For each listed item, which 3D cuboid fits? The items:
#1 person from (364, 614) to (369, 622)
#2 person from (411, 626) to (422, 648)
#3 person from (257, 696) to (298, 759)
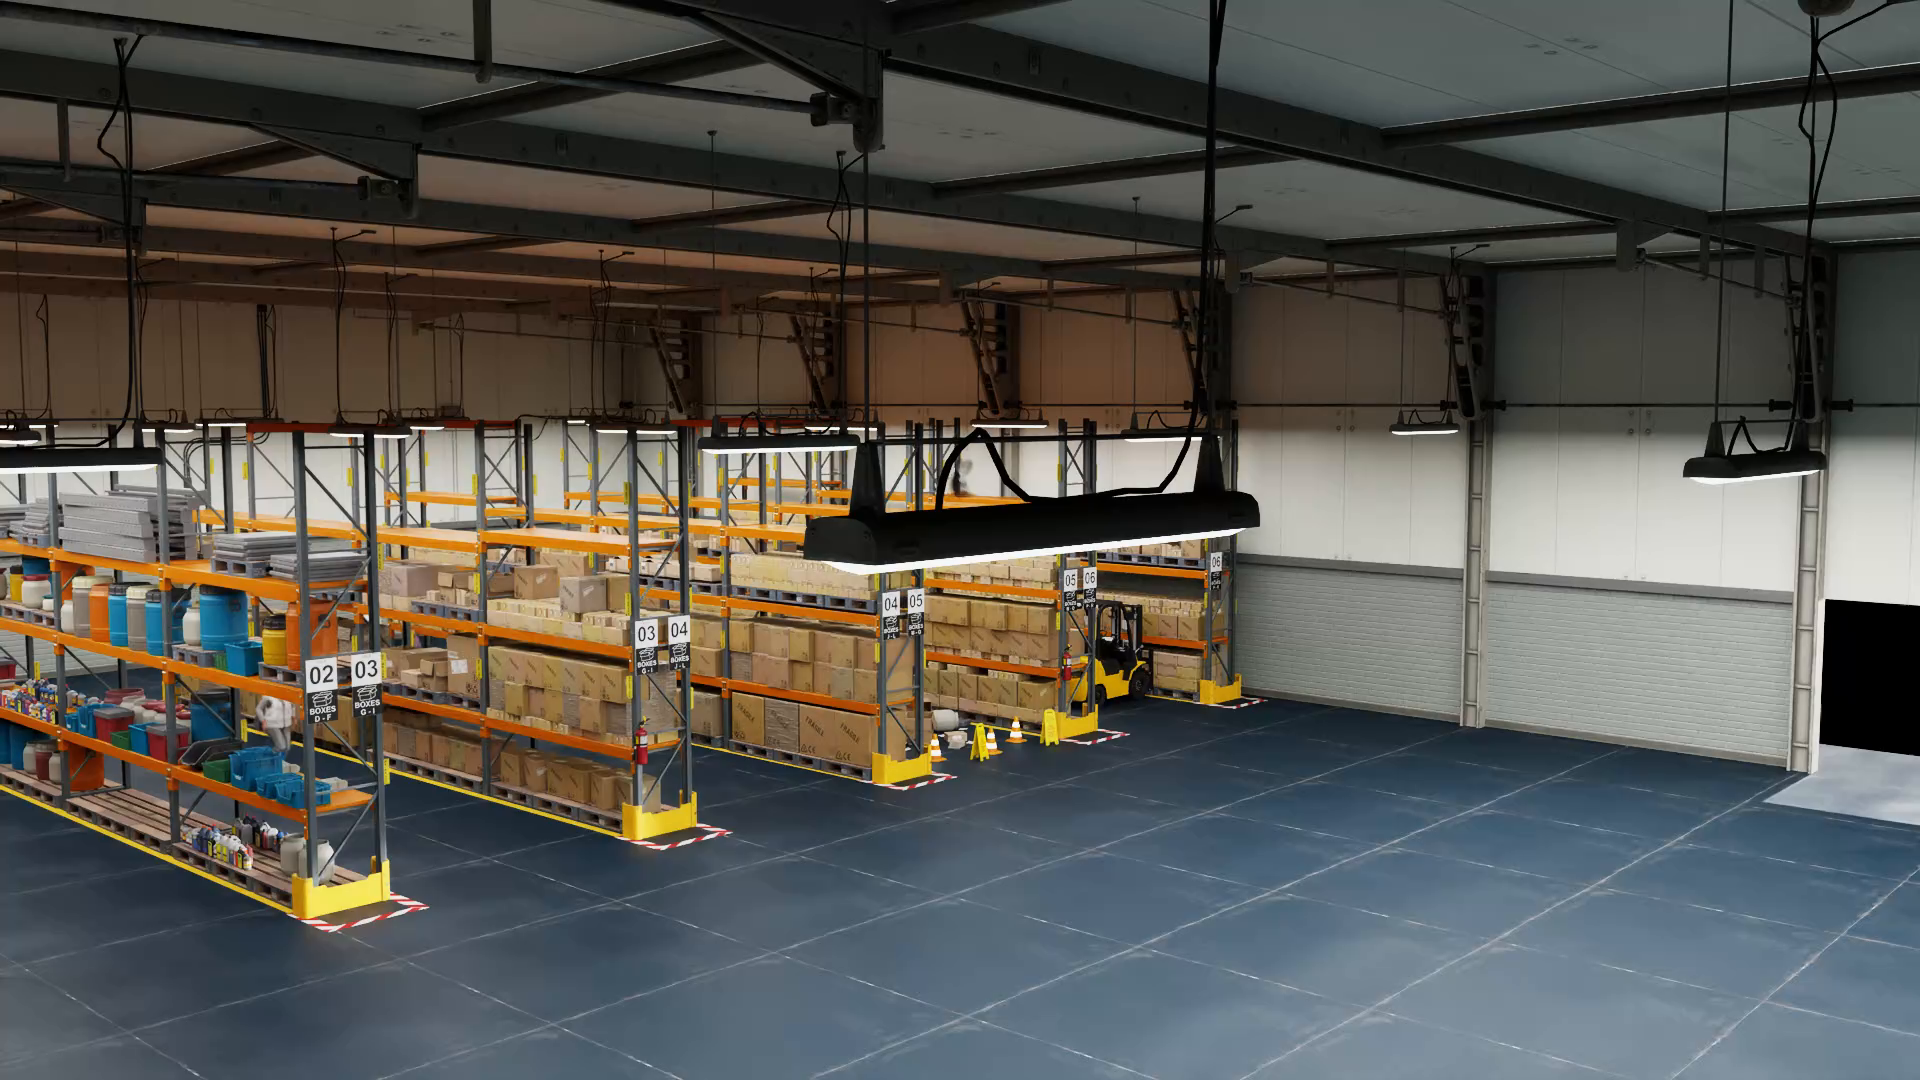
[{"bbox_3d":[-13.889,2.271,39.023,0.716,1.770,0.845,2,5,22],"label":"person"},{"bbox_3d":[-11.608,2.642,35.445,0.645,1.622,0.513,5,6,44],"label":"person"},{"bbox_3d":[-11.535,3.151,28.282,0.666,1.726,0.641,3,6,34],"label":"person"}]
